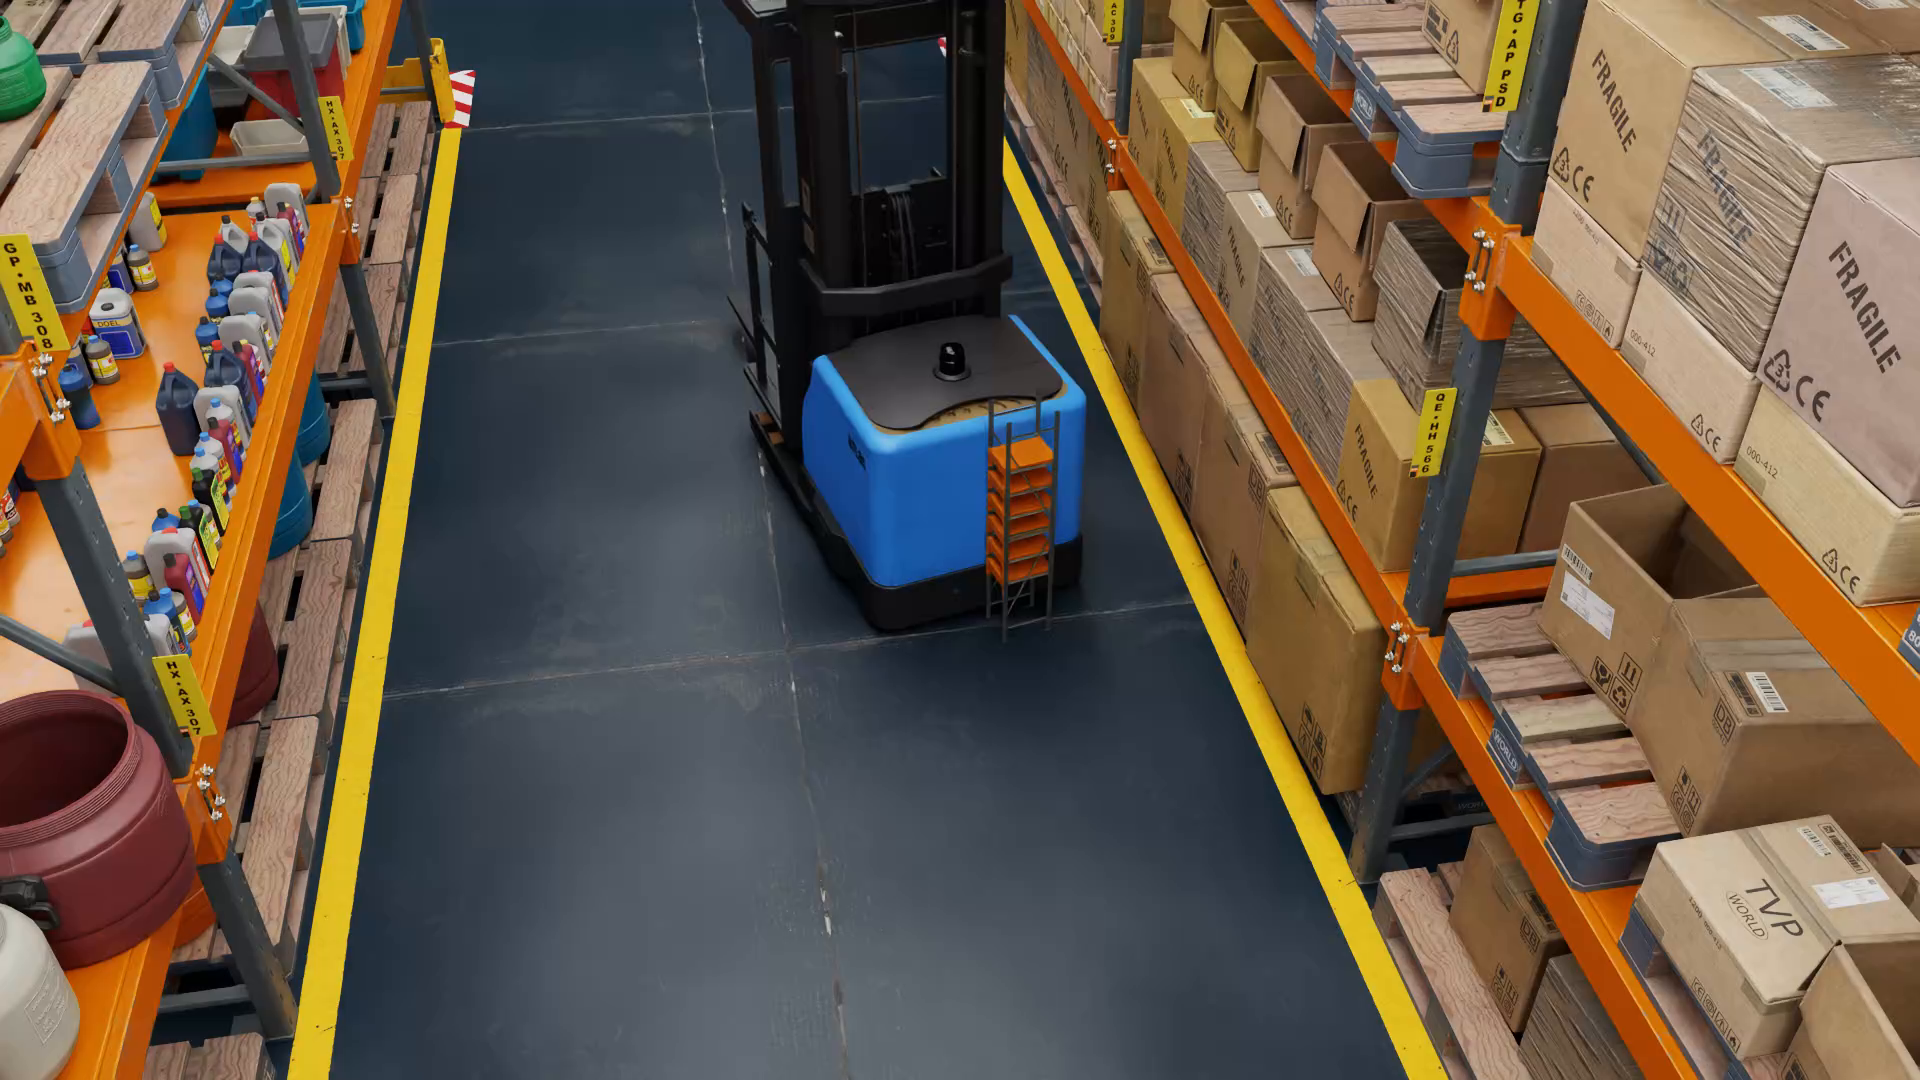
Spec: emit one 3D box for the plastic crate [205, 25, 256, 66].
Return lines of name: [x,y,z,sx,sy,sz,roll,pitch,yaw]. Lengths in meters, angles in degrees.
plastic crate: [-4.158,-2.758,9.422,0.293,0.136,0.466,-6,38,-8]

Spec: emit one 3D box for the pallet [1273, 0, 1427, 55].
pallet: [1.657,-2.104,6.123,1.003,0.211,1.213,-5,38,-6]

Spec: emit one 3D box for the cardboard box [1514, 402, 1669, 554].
cardboard box: [2.203,-0.299,6.008,0.500,0.500,0.500,-5,38,-7]

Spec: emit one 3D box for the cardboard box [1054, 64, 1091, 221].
cardboard box: [1.125,-2.630,10.480,0.875,0.875,0.875,-6,38,-8]

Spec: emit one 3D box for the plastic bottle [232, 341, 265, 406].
plastic bottle: [-2.867,-0.689,6.687,0.061,0.283,0.133,-6,38,-8]

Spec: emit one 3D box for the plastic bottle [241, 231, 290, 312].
plastic bottle: [-3.041,-1.168,7.249,0.144,0.351,0.185,-6,38,-8]

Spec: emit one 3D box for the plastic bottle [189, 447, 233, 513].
plastic bottle: [-2.751,-0.221,6.095,0.097,0.271,0.097,0,38,0]

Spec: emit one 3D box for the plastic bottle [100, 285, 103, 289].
plastic bottle: [-3.776,-1.068,7.241,0.097,0.201,0.097,0,38,0]

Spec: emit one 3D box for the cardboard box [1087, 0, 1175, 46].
cardboard box: [0.976,-2.955,8.778,0.500,0.500,0.500,-5,38,-7]

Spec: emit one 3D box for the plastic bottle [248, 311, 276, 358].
plastic bottle: [-2.946,-0.864,6.979,0.097,0.201,0.097,0,38,0]

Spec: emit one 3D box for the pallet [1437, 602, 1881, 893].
pallet: [2.251,0.559,5.142,1.213,0.211,1.003,-6,38,-8]

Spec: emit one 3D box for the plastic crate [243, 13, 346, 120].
plastic crate: [-3.466,-2.435,8.738,0.402,0.464,0.583,-6,38,-8]

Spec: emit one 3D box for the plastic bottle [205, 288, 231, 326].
plastic bottle: [-3.113,-0.934,7.012,0.097,0.271,0.097,0,38,0]

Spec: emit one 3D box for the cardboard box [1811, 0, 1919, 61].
cardboard box: [2.351,-1.096,4.182,0.500,0.500,0.500,-5,38,-7]

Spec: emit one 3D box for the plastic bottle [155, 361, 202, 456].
plastic bottle: [-3.006,-0.517,6.411,0.144,0.351,0.185,-6,38,-8]

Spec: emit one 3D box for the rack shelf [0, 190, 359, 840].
rack shelf: [-3.206,-0.327,6.713,1.077,0.370,4.000,-6,38,-8]

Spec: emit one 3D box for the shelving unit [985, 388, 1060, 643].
shelving unit: [0.267,-0.086,7.282,0.258,1.200,0.189,-14,40,-18]

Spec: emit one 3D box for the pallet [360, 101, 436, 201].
pallet: [-4.152,-2.632,11.366,1.003,0.211,1.213,-6,38,-8]

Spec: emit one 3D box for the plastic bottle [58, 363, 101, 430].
plastic bottle: [-3.478,-0.574,6.548,0.097,0.271,0.097,0,38,0]

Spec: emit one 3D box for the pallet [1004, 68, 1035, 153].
pallet: [0.835,-3.192,12.087,1.003,0.211,1.213,-6,38,-8]

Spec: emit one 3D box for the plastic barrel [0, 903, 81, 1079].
plastic barrel: [-2.465,1.151,4.133,0.421,0.512,0.421,0,38,0]

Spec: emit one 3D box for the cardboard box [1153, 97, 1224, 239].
cardboard box: [1.243,-1.783,7.919,0.500,0.500,0.500,-6,38,-8]

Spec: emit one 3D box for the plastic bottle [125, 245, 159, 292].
plastic bottle: [-3.667,-1.224,7.443,0.097,0.201,0.097,0,38,0]

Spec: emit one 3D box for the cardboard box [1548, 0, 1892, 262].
cardboard box: [1.850,-1.046,4.118,0.500,0.500,0.500,-6,38,-8]

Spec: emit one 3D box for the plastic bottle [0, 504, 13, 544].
plastic bottle: [-3.492,-0.087,5.979,0.097,0.201,0.097,0,38,0]

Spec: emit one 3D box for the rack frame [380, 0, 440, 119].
rack frame: [-4.258,-4.235,11.157,1.000,3.000,0.127,-6,38,-8]

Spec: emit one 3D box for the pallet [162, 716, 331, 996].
pallet: [-3.035,1.226,6.400,1.003,0.211,1.213,-6,38,-8]

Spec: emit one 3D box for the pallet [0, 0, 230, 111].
pallet: [-3.121,-1.782,5.707,1.003,0.211,1.213,-6,38,-8]

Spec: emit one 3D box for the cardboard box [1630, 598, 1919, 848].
cardboard box: [2.351,0.507,4.629,0.700,0.500,0.500,-1,38,-1]

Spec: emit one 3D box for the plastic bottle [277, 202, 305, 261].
plastic bottle: [-3.084,-1.435,7.648,0.061,0.283,0.133,-6,38,-8]

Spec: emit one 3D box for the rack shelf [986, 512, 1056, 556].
rack shelf: [0.267,-0.051,7.310,0.258,0.103,0.180,-14,40,-18]

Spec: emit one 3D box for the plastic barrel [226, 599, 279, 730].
plastic barrel: [-3.156,0.407,6.804,0.600,0.588,0.708,-6,38,-8]

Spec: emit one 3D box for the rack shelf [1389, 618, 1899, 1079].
rack shelf: [2.371,1.556,4.289,1.077,0.370,4.000,-6,38,-8]

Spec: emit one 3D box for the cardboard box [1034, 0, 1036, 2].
cardboard box: [0.627,-3.490,10.402,0.380,0.149,0.250,-7,38,-9]

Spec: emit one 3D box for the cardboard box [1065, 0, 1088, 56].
cardboard box: [0.891,-2.961,9.396,0.500,0.250,0.500,-5,38,-7]

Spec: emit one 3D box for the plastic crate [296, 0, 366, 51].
plastic crate: [-3.646,-2.980,9.629,0.416,0.233,0.300,-6,38,-8]

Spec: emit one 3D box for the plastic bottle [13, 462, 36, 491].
plastic bottle: [-3.534,-0.373,6.226,0.144,0.351,0.185,-6,38,-8]

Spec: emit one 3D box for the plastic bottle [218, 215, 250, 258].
plastic bottle: [-3.215,-1.265,7.373,0.144,0.351,0.185,-6,38,-8]

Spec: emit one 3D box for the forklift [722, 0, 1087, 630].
forklift: [-0.463,-1.656,7.892,1.130,2.935,3.031,-14,40,-18]

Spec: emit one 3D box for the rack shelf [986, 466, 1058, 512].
rack shelf: [0.267,-0.240,7.163,0.258,0.103,0.180,-14,40,-18]

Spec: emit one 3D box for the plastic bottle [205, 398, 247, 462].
plastic bottle: [-2.809,-0.419,6.350,0.097,0.271,0.097,0,38,0]

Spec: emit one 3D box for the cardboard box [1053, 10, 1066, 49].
cardboard box: [0.763,-3.023,9.802,0.380,0.149,0.250,-6,38,-7]

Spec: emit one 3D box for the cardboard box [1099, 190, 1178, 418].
cardboard box: [1.451,-1.295,8.761,1.225,0.875,0.875,-6,38,-8]

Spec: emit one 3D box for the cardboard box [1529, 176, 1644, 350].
cardboard box: [1.853,-0.750,4.348,0.500,0.250,0.500,-6,38,-7]

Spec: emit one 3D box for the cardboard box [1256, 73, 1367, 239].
cardboard box: [1.673,-1.613,6.883,0.797,0.503,0.637,-5,38,-6]

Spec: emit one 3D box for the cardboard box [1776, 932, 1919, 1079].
cardboard box: [2.327,1.236,3.687,0.797,0.503,0.637,-3,38,-3]

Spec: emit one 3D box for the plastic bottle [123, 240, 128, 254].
plastic bottle: [-3.851,-1.325,7.573,0.097,0.201,0.097,0,38,0]

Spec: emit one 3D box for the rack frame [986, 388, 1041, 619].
rack frame: [0.232,-0.138,7.349,0.240,1.200,0.006,-14,40,-18]

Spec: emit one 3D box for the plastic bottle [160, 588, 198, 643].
plastic bottle: [-2.624,0.247,5.549,0.097,0.201,0.097,0,38,0]

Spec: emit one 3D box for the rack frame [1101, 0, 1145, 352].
rack frame: [1.320,-2.352,8.733,1.000,3.000,0.127,-6,38,-8]

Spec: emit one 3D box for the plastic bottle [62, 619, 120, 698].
plastic bottle: [-2.763,0.366,5.335,0.152,0.276,0.135,-6,38,-8]

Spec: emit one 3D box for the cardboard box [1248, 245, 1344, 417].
cardboard box: [1.514,-0.862,6.733,0.500,0.500,0.500,-7,38,-9]

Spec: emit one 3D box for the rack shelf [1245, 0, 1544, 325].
rack shelf: [1.670,-2.045,6.478,1.077,0.370,4.000,-6,38,-8]

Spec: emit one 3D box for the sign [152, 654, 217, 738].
sign: [-2.315,0.469,4.969,0.100,0.325,0.005,-6,38,-8]

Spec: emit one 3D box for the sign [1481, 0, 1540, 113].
sign: [1.473,-1.301,4.449,0.100,0.325,0.005,-6,38,-8]

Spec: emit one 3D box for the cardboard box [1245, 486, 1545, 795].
cardboard box: [1.920,0.318,6.685,1.225,0.875,0.875,-8,39,-10]

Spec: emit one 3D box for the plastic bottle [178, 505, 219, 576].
plastic bottle: [-2.673,-0.019,5.824,0.061,0.283,0.133,-6,38,-8]

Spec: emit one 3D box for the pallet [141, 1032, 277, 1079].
pallet: [-2.758,2.170,5.185,1.003,0.211,1.213,-6,38,-8]

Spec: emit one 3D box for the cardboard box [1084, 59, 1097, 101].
cardboard box: [0.898,-2.558,9.202,0.380,0.149,0.250,-6,38,-7]
